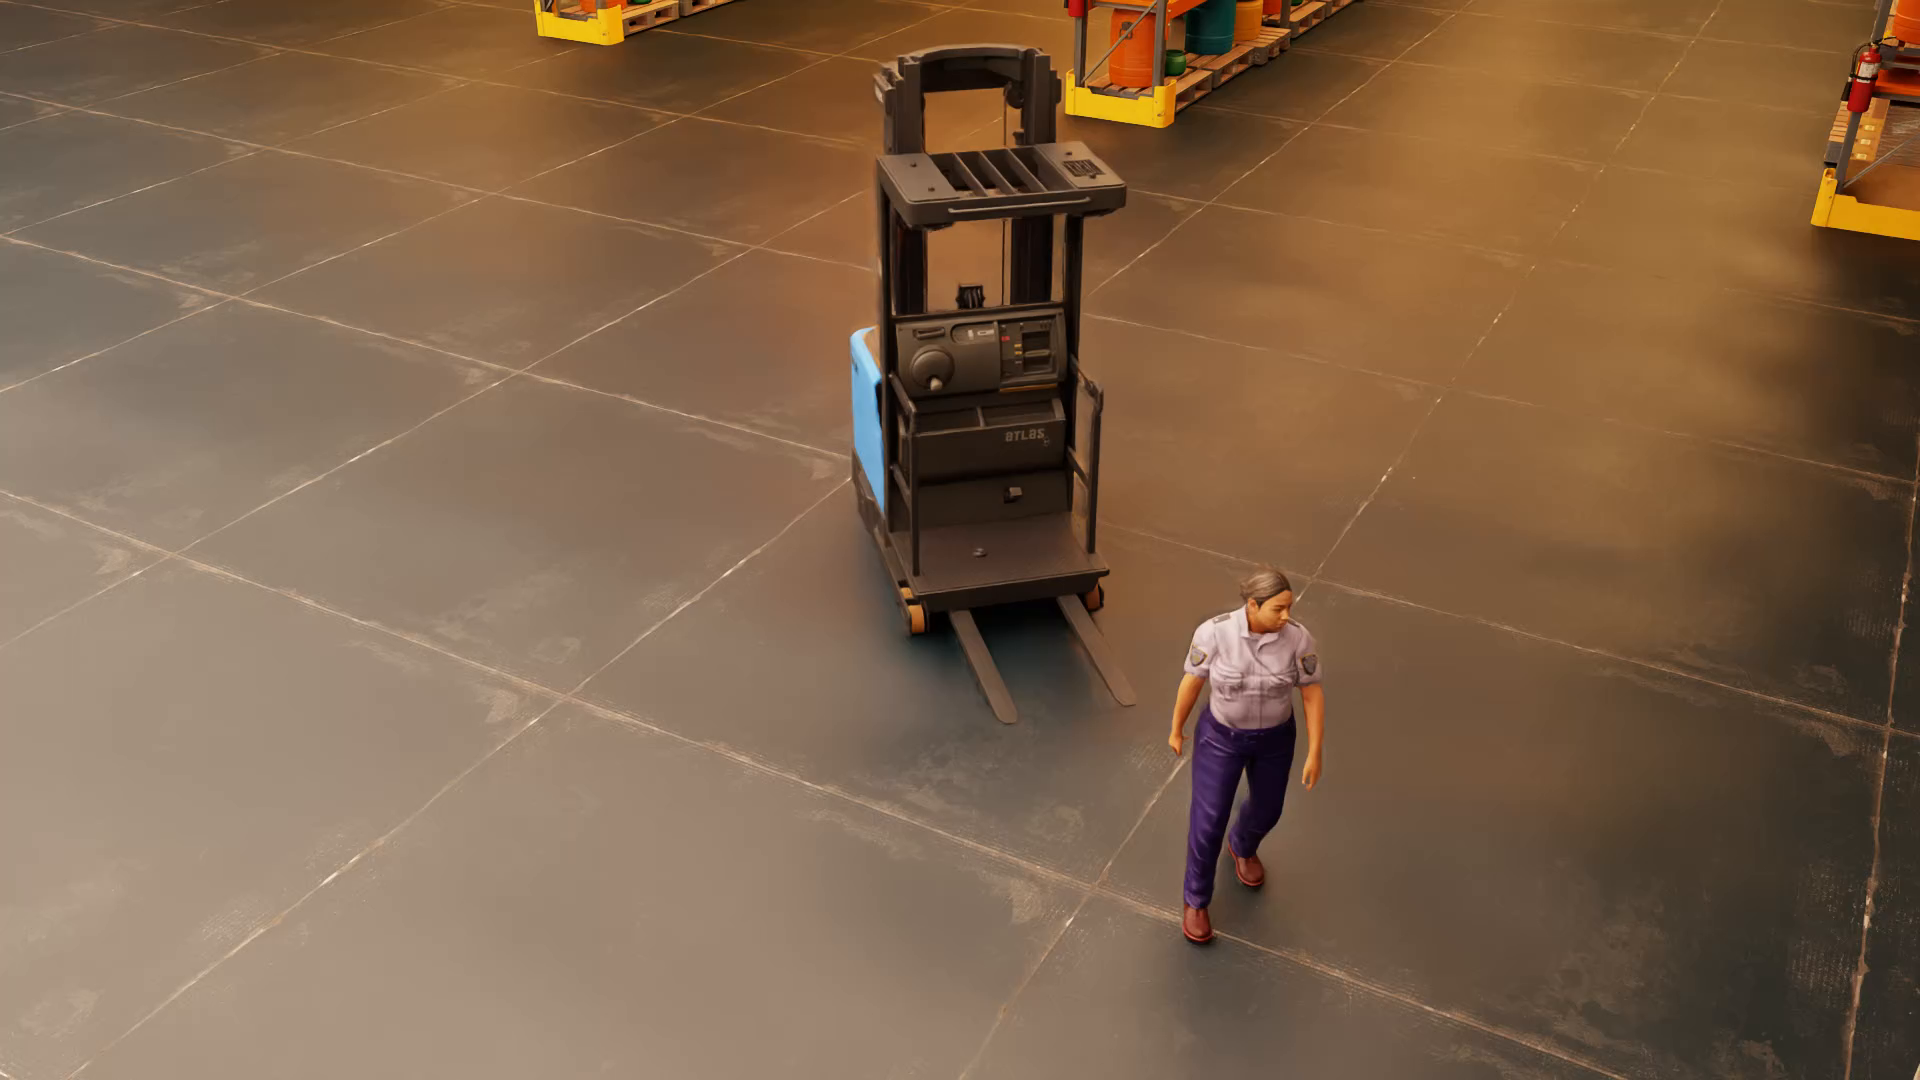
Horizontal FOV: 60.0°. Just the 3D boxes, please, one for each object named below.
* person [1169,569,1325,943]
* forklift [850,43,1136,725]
[{"bbox_3d":[1.189,0.864,6.900,0.601,1.615,0.669,-2,30,-3],"label":"person"},{"bbox_3d":[0.173,-0.963,8.740,1.130,2.935,3.031,-7,31,-12],"label":"forklift"}]
